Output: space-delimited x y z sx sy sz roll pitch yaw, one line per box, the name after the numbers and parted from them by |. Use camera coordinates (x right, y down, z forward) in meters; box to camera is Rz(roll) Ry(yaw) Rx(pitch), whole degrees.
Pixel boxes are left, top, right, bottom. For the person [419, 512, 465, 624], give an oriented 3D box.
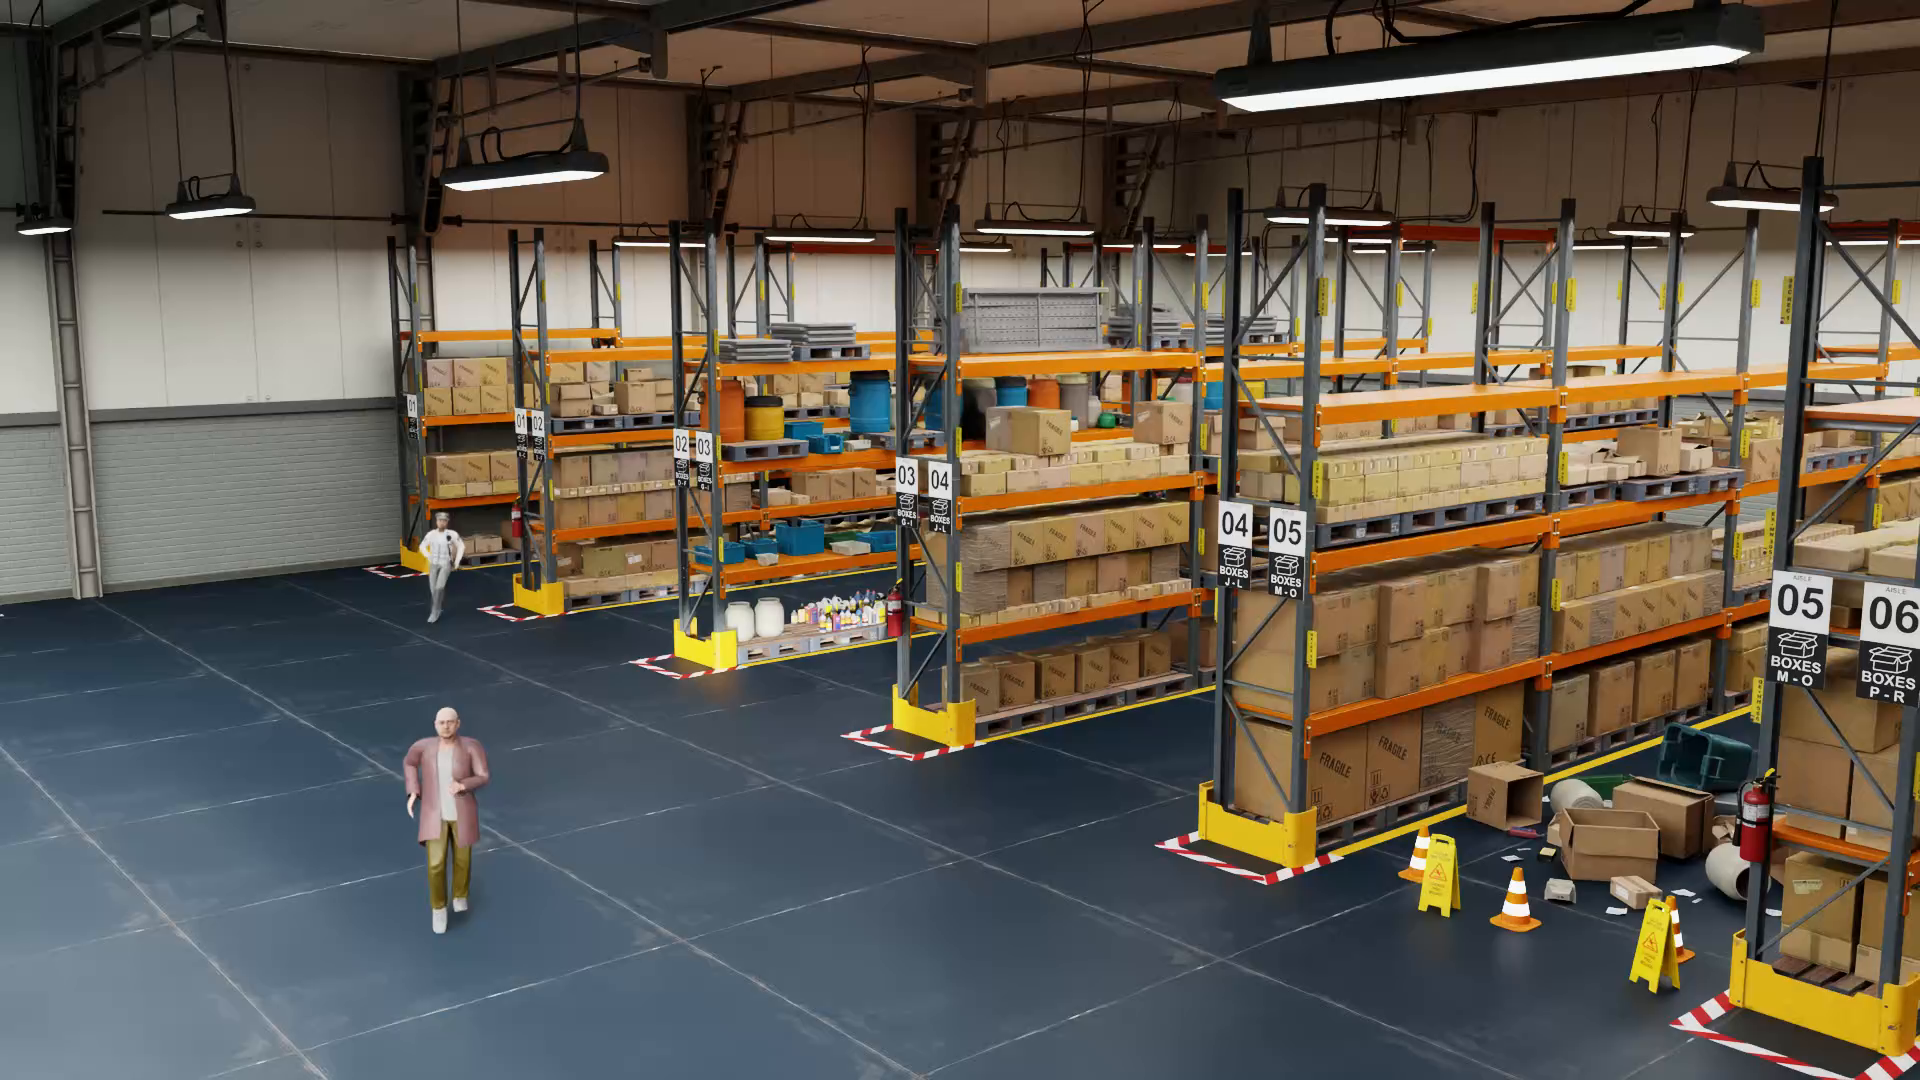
-8.004 0.406 25.654 0.633 1.696 0.615 0 9 1 | person

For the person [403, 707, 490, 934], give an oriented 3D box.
-4.128 2.249 13.426 0.671 1.823 0.798 -3 9 -17 | person
